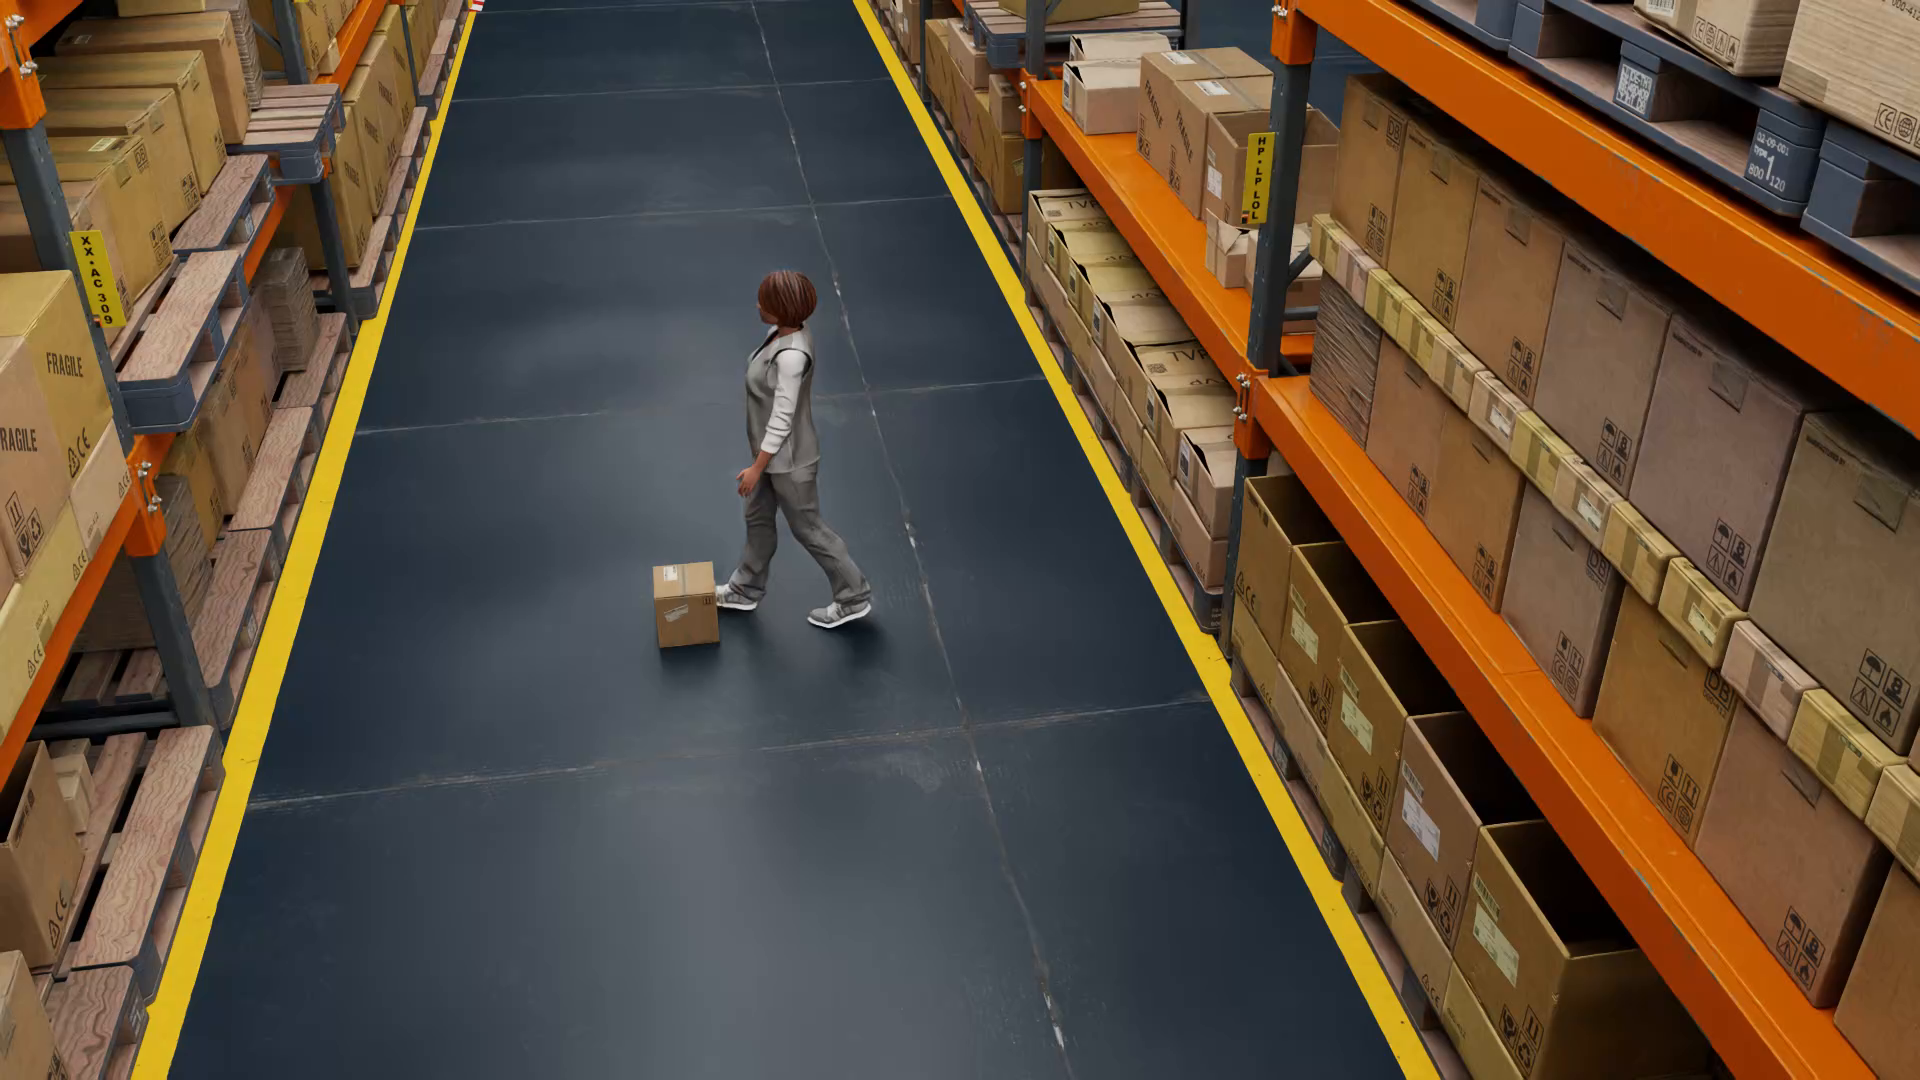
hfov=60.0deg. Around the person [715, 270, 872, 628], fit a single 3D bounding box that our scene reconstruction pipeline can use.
[{"bbox_3d":[-0.750,-0.340,6.717,0.748,1.577,0.417,-5,31,-9],"label":"person"}]
